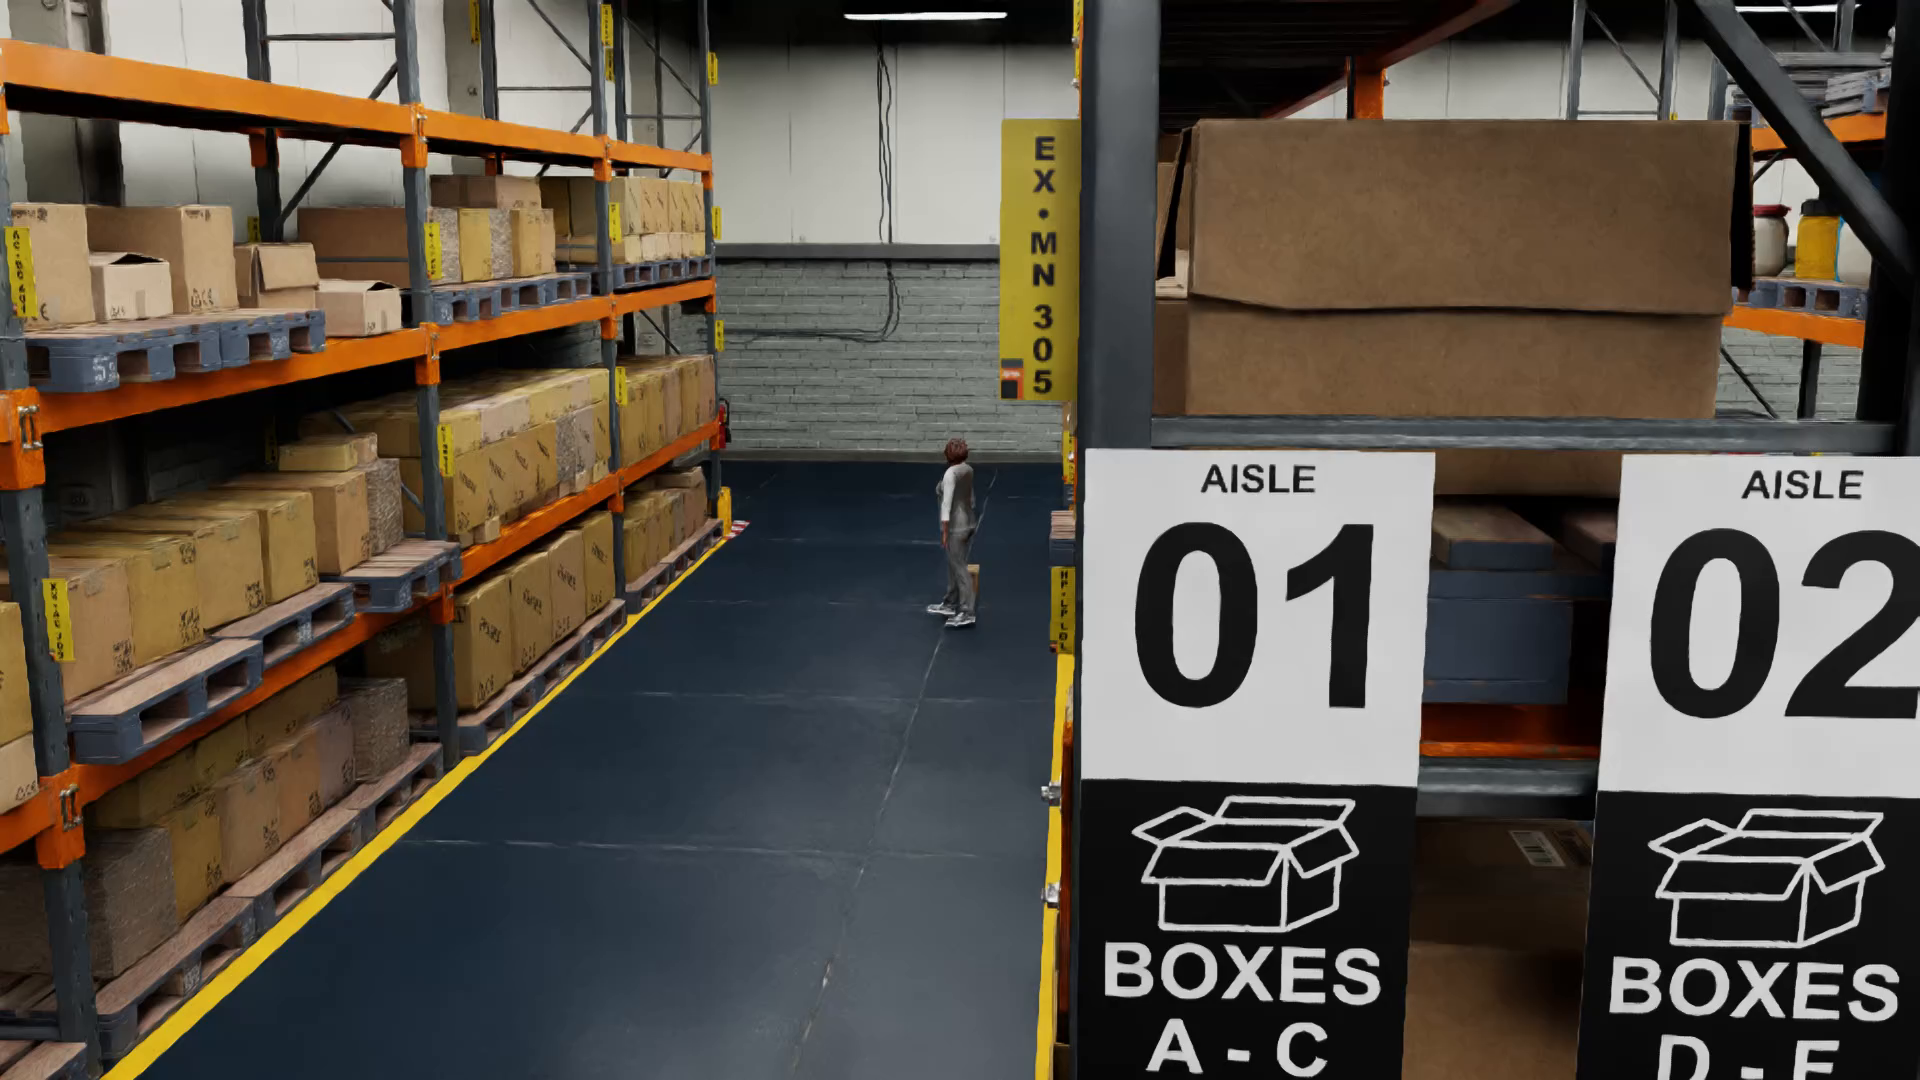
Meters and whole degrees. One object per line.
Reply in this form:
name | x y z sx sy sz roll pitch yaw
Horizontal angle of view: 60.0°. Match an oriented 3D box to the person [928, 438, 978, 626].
person | -0.065 -0.097 14.352 0.561 1.593 0.601 5 12 24
